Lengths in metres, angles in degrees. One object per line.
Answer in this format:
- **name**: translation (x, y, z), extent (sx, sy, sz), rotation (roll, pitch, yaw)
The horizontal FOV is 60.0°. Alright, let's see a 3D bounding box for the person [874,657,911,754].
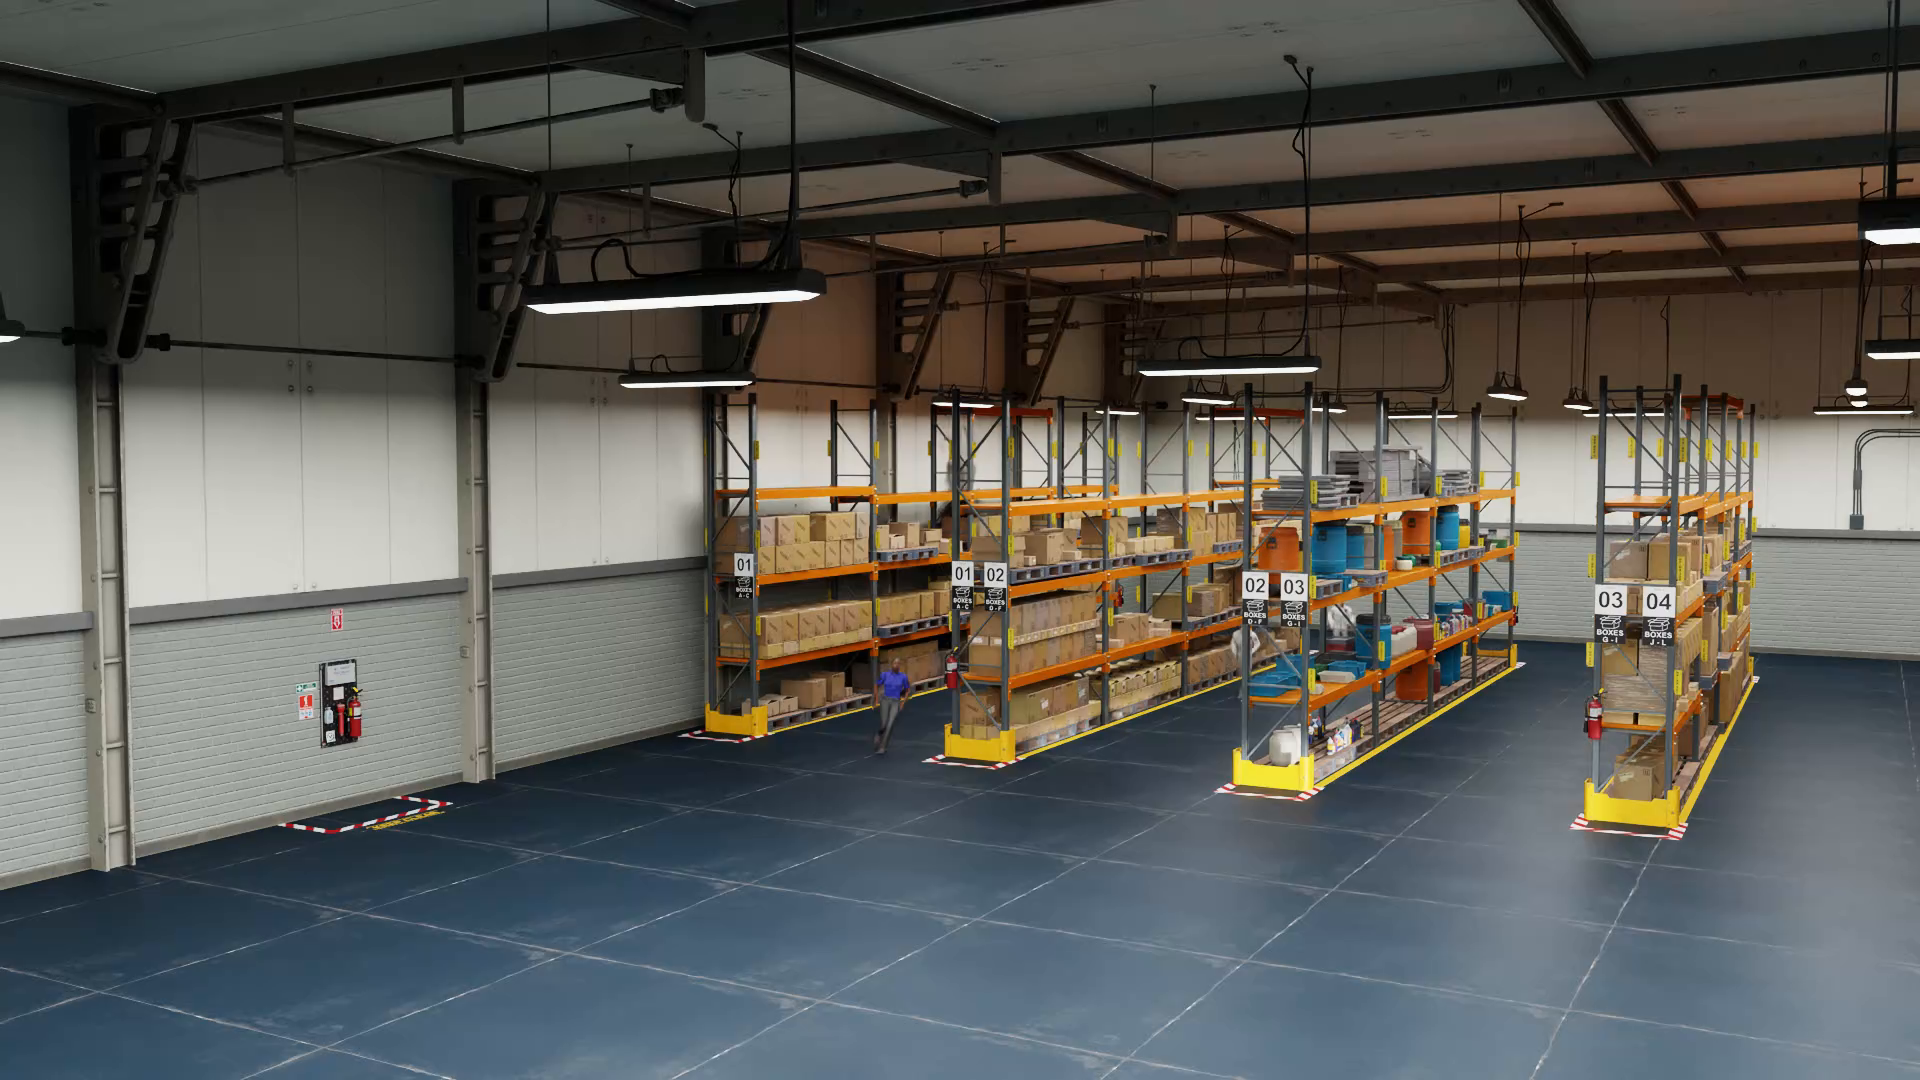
- **person**: translation (-1.117, 2.734, 27.520), extent (0.613, 1.561, 0.522), rotation (0, 3, -4)

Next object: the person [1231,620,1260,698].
- **person**: translation (5.808, 2.399, 33.782), extent (0.613, 1.620, 0.759), rotation (1, 3, 20)

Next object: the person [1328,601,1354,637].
- **person**: translation (8.787, 2.095, 38.388), extent (0.589, 1.738, 0.712), rotation (1, 3, 11)
